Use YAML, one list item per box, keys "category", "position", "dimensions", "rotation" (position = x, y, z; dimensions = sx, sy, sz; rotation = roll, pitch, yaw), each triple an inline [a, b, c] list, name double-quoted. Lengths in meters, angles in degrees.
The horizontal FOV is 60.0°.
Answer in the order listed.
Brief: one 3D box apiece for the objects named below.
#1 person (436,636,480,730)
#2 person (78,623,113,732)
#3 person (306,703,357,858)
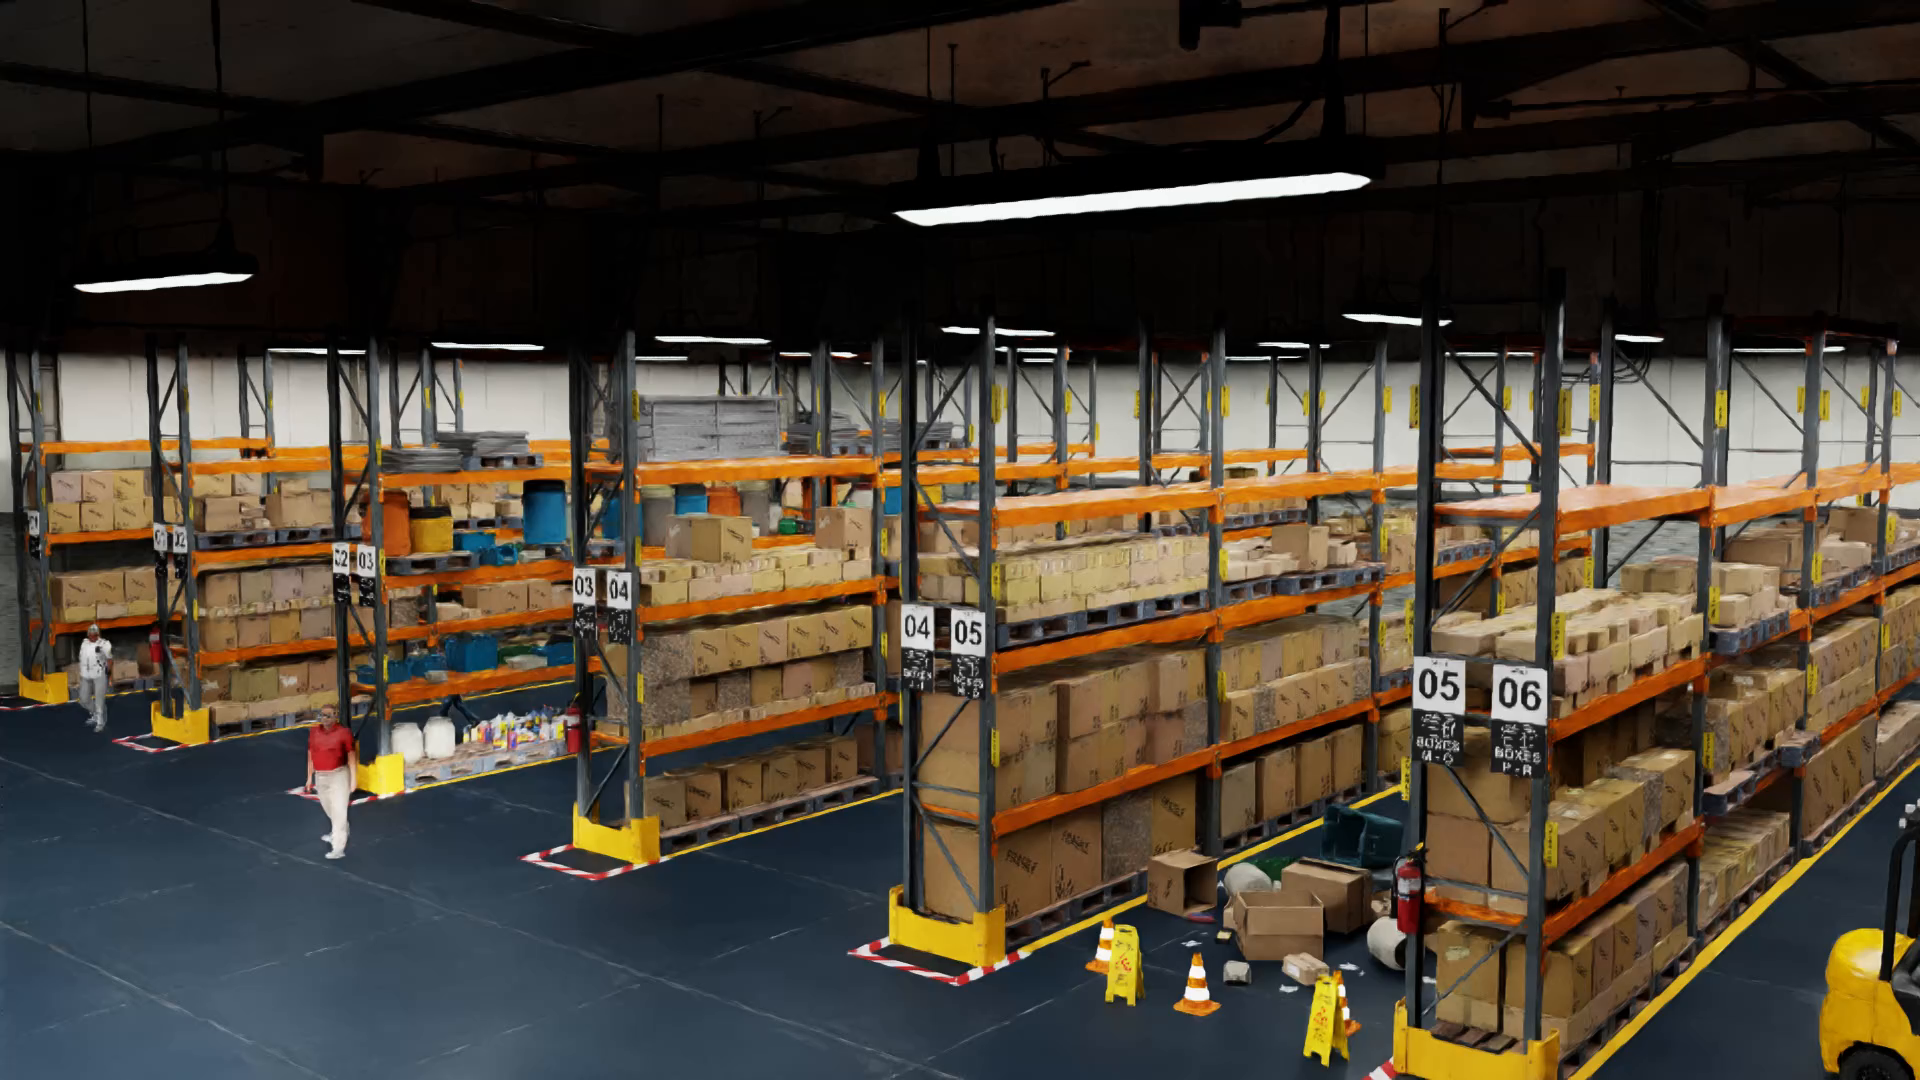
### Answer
- category: "person"
  position: [-7.594, 2.172, 24.718]
  dimensions: [0.417, 1.517, 1.037]
  rotation: [4, 7, 41]
- category: "person"
  position: [-13.154, 2.070, 25.329]
  dimensions: [0.555, 1.651, 0.589]
  rotation: [0, 5, 3]
- category: "person"
  position: [-7.030, 2.649, 18.569]
  dimensions: [0.621, 1.689, 0.948]
  rotation: [1, 5, 13]
